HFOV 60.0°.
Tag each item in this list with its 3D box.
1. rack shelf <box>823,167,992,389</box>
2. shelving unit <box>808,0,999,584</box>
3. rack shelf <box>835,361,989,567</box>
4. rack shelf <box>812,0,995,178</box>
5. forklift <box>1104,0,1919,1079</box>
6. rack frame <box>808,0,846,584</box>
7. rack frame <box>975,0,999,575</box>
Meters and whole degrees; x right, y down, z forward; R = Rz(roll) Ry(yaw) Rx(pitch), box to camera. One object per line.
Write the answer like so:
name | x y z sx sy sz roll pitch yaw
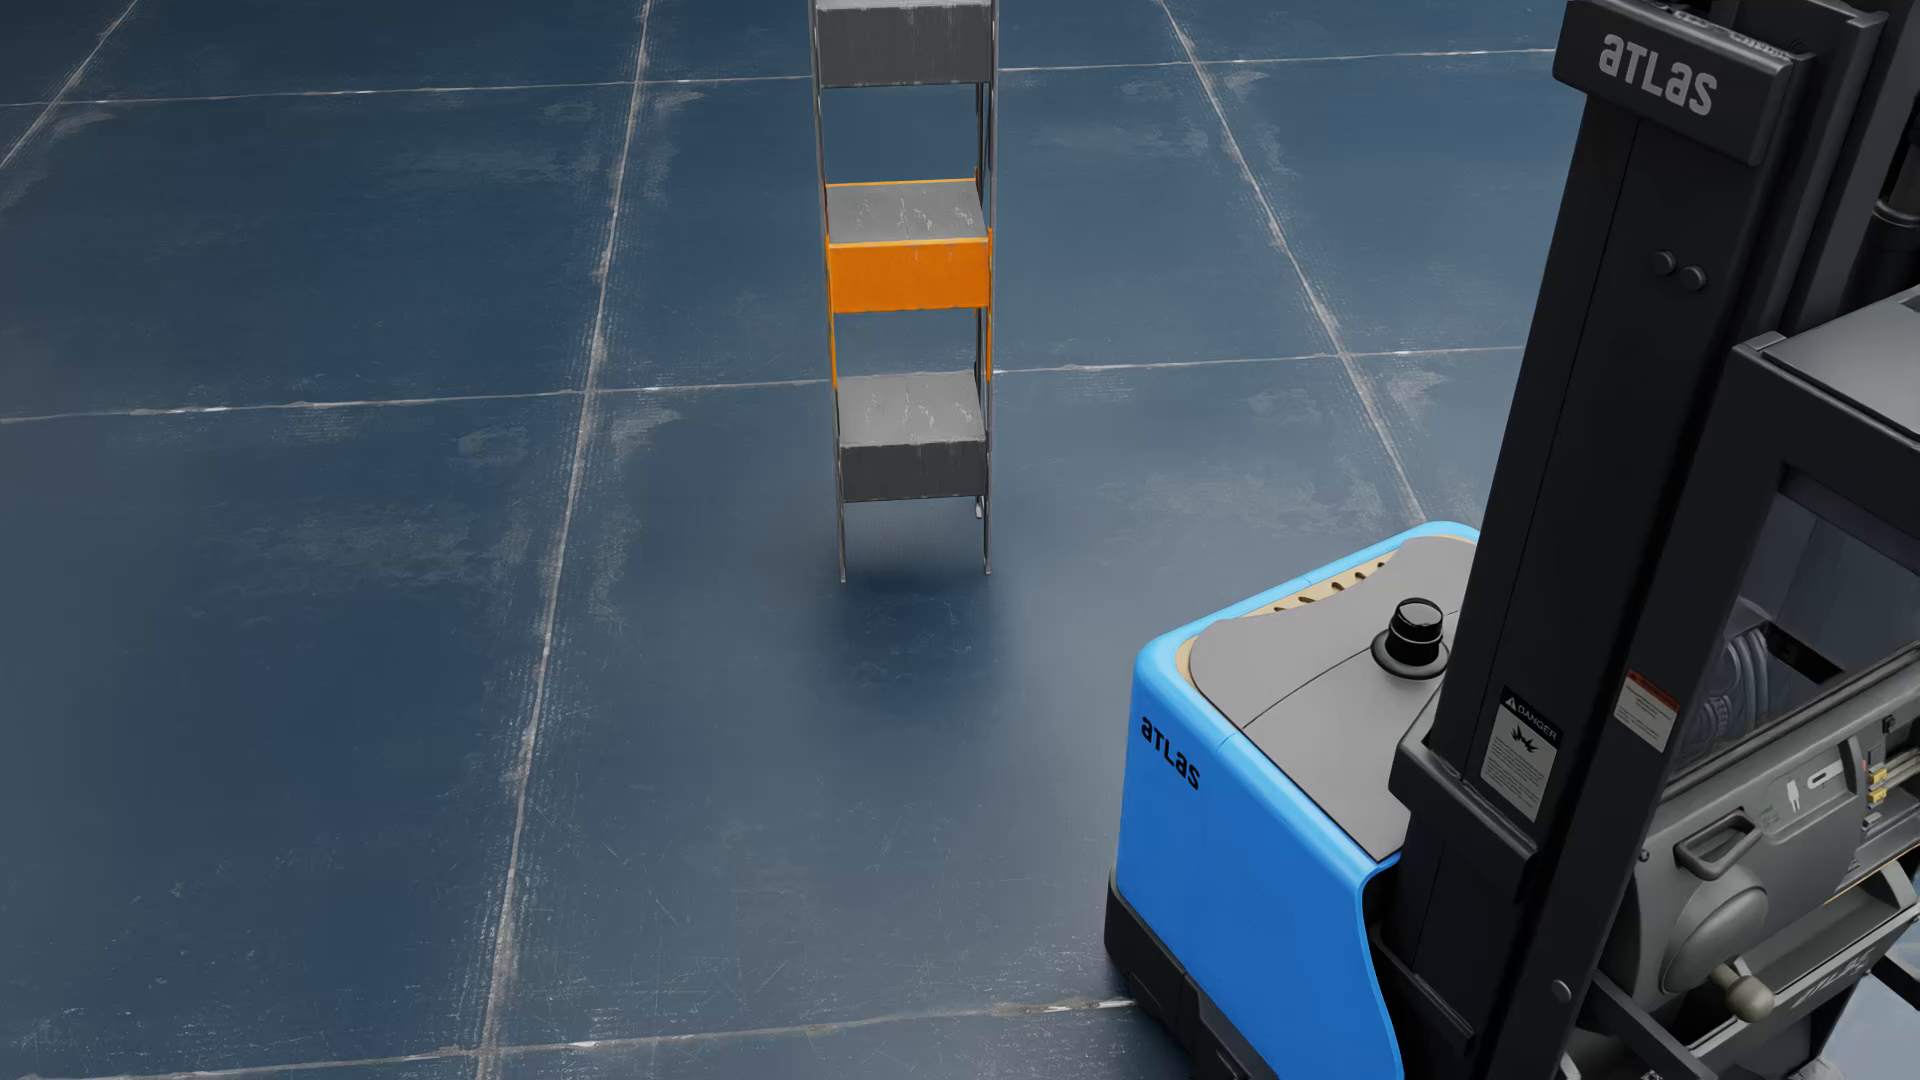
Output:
rack shelf | -0.165 -0.805 5.097 0.480 0.518 0.431 -3 38 -4
shelving unit | -0.165 -0.815 5.088 0.503 2.100 0.431 -3 38 -4
rack shelf | -0.165 -0.255 5.530 0.480 0.518 0.431 -3 38 -4
rack shelf | -0.165 -1.354 4.663 0.480 0.518 0.431 -3 38 -4
forklift | 1.565 0.558 2.676 1.130 2.935 3.031 -20 43 -24
rack frame | -0.408 -0.802 5.071 0.015 2.100 0.400 -3 38 -4
rack frame | 0.078 -0.829 5.105 0.015 2.100 0.400 -3 38 -4
